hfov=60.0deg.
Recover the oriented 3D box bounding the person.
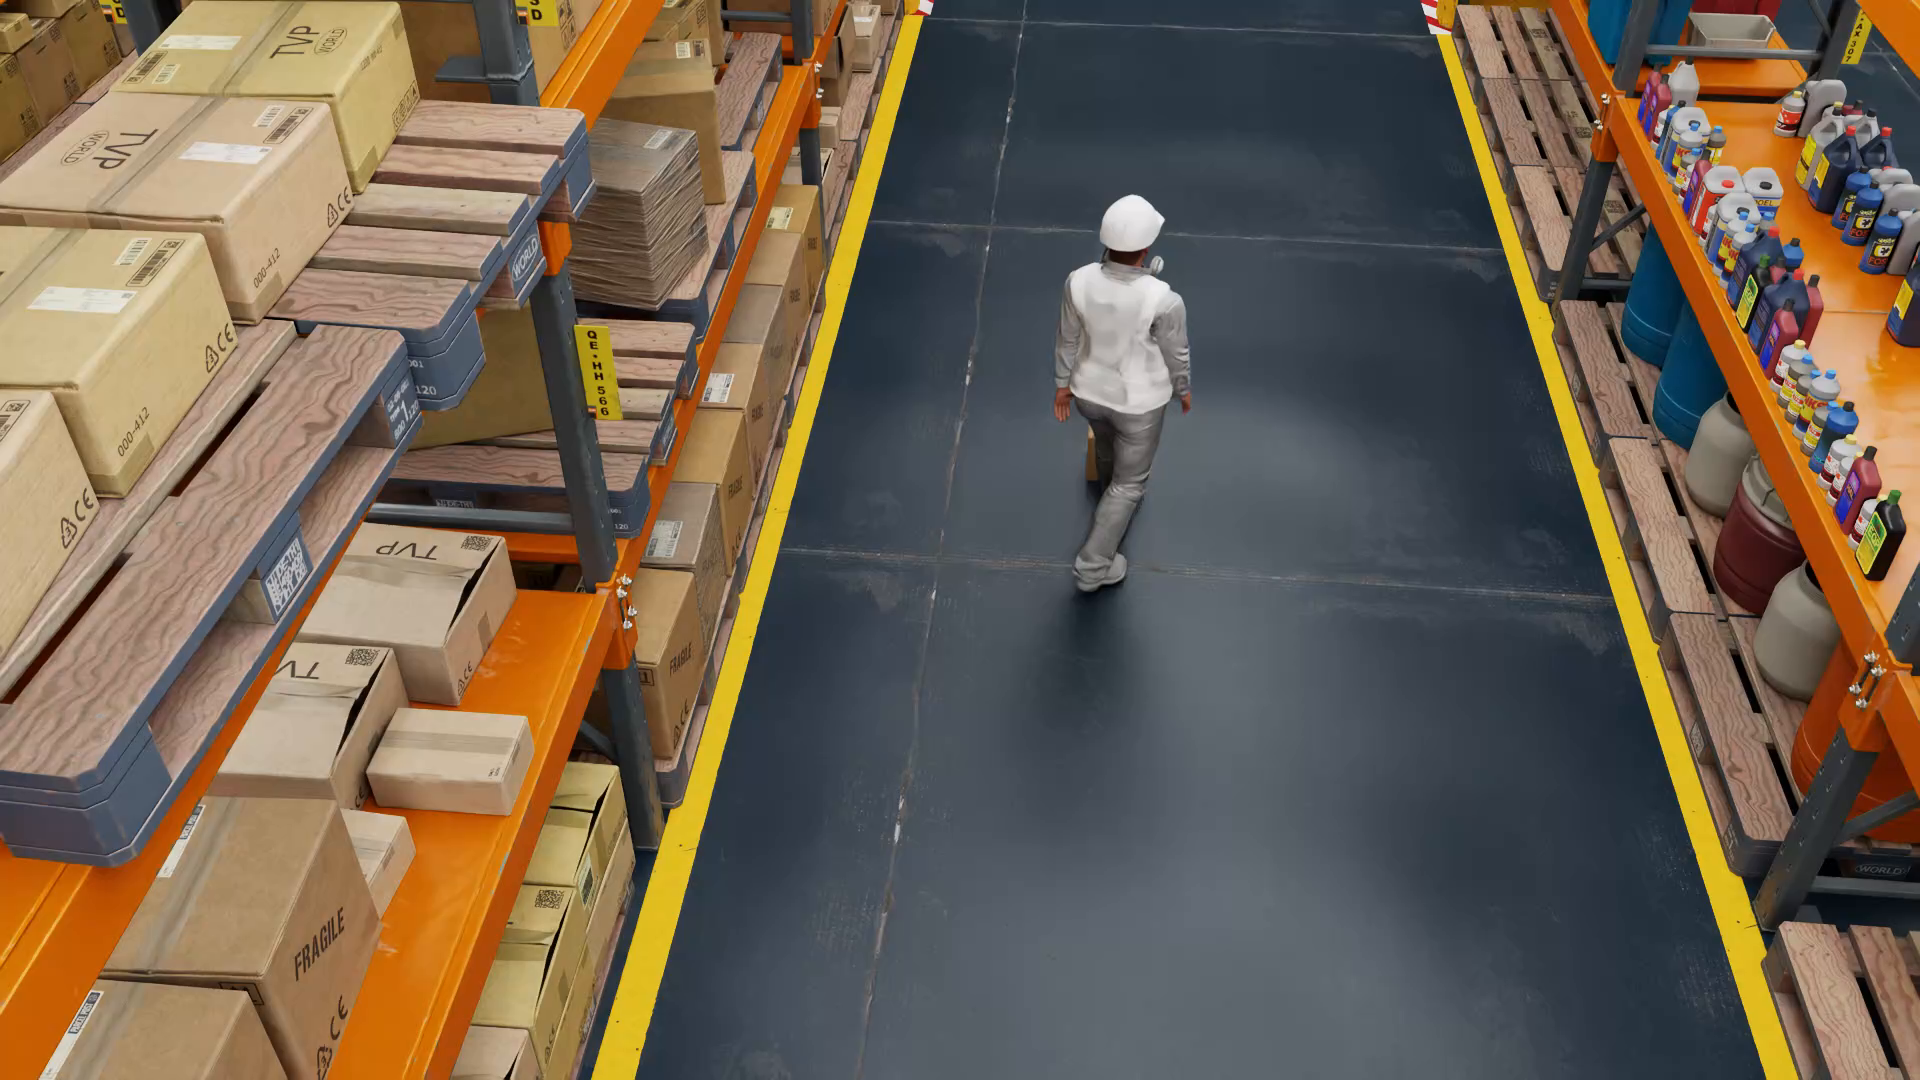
[{"bbox_3d":[0.709,-0.663,6.930,0.547,1.741,0.884,22,45,25],"label":"person"}]
